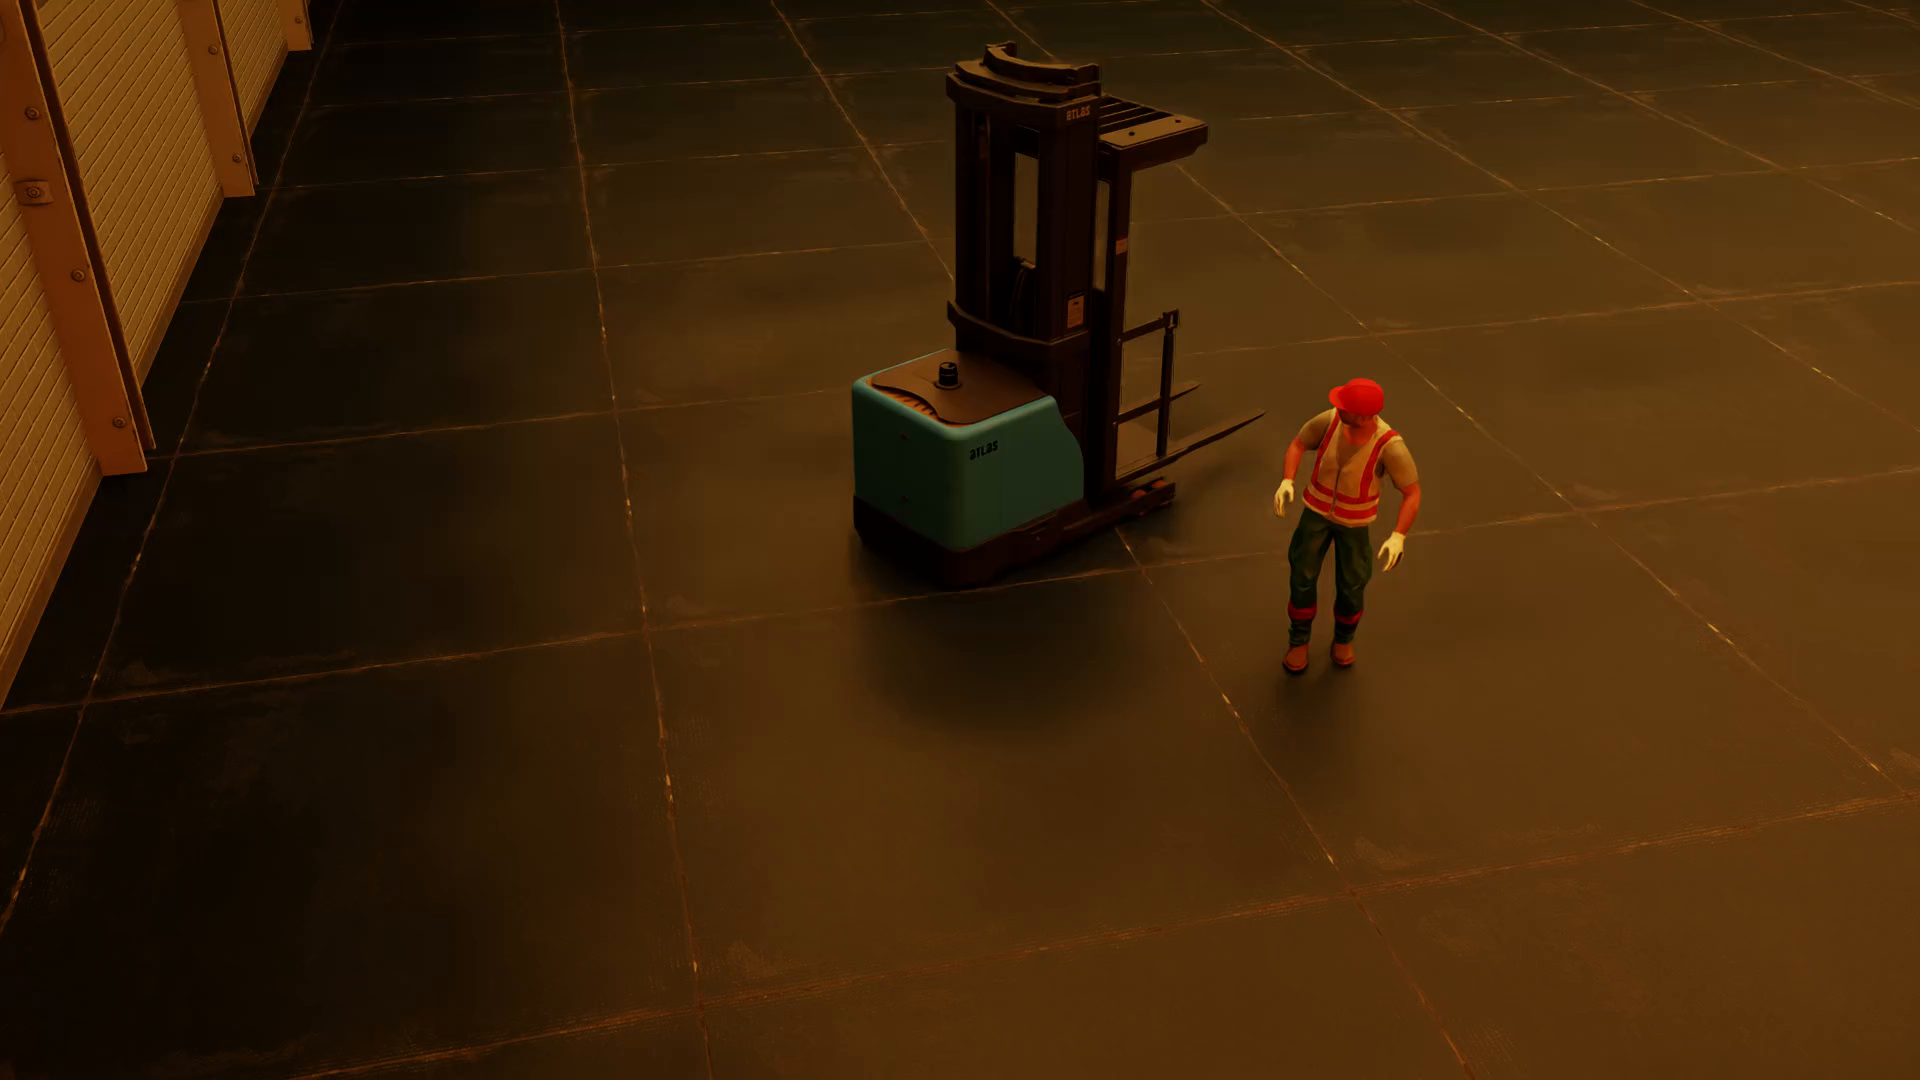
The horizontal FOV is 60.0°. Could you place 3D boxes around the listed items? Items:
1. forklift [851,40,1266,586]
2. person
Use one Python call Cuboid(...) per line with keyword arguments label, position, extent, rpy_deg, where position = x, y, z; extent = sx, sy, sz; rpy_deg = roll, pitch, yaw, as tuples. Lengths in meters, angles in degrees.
Cuboid(label="forklift", position=(0.774, -1.604, 10.345), extent=(3.031, 2.935, 1.130), rpy_deg=(-23, 37, -35))
Cuboid(label="person", position=(2.061, -0.088, 8.941), extent=(0.755, 1.732, 0.518), rpy_deg=(15, 33, 24))
